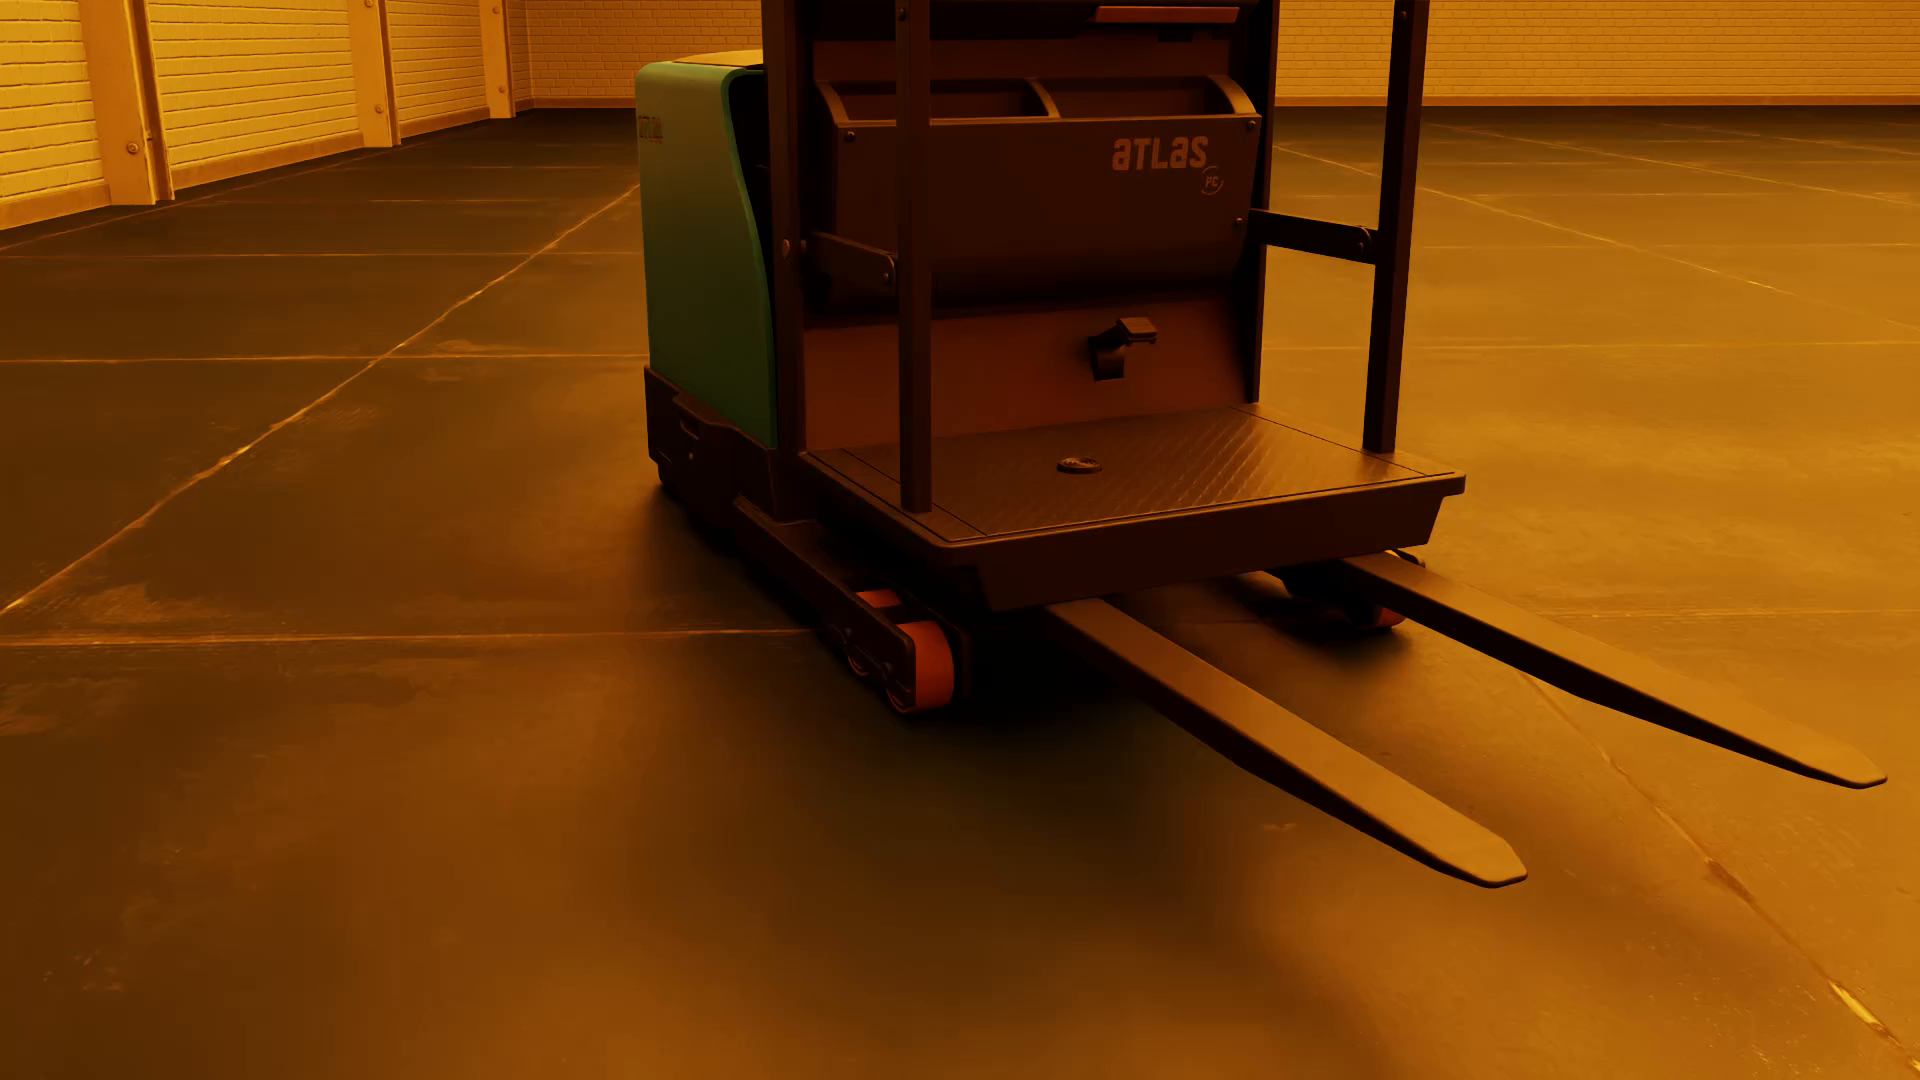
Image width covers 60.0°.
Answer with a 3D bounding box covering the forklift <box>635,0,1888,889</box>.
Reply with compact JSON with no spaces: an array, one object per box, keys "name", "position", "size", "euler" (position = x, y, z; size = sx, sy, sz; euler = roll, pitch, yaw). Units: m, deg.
[{"name":"forklift","position":[0.258,-1.240,2.962],"size":[1.130,2.935,3.031],"euler":[-8,19,-24]}]
